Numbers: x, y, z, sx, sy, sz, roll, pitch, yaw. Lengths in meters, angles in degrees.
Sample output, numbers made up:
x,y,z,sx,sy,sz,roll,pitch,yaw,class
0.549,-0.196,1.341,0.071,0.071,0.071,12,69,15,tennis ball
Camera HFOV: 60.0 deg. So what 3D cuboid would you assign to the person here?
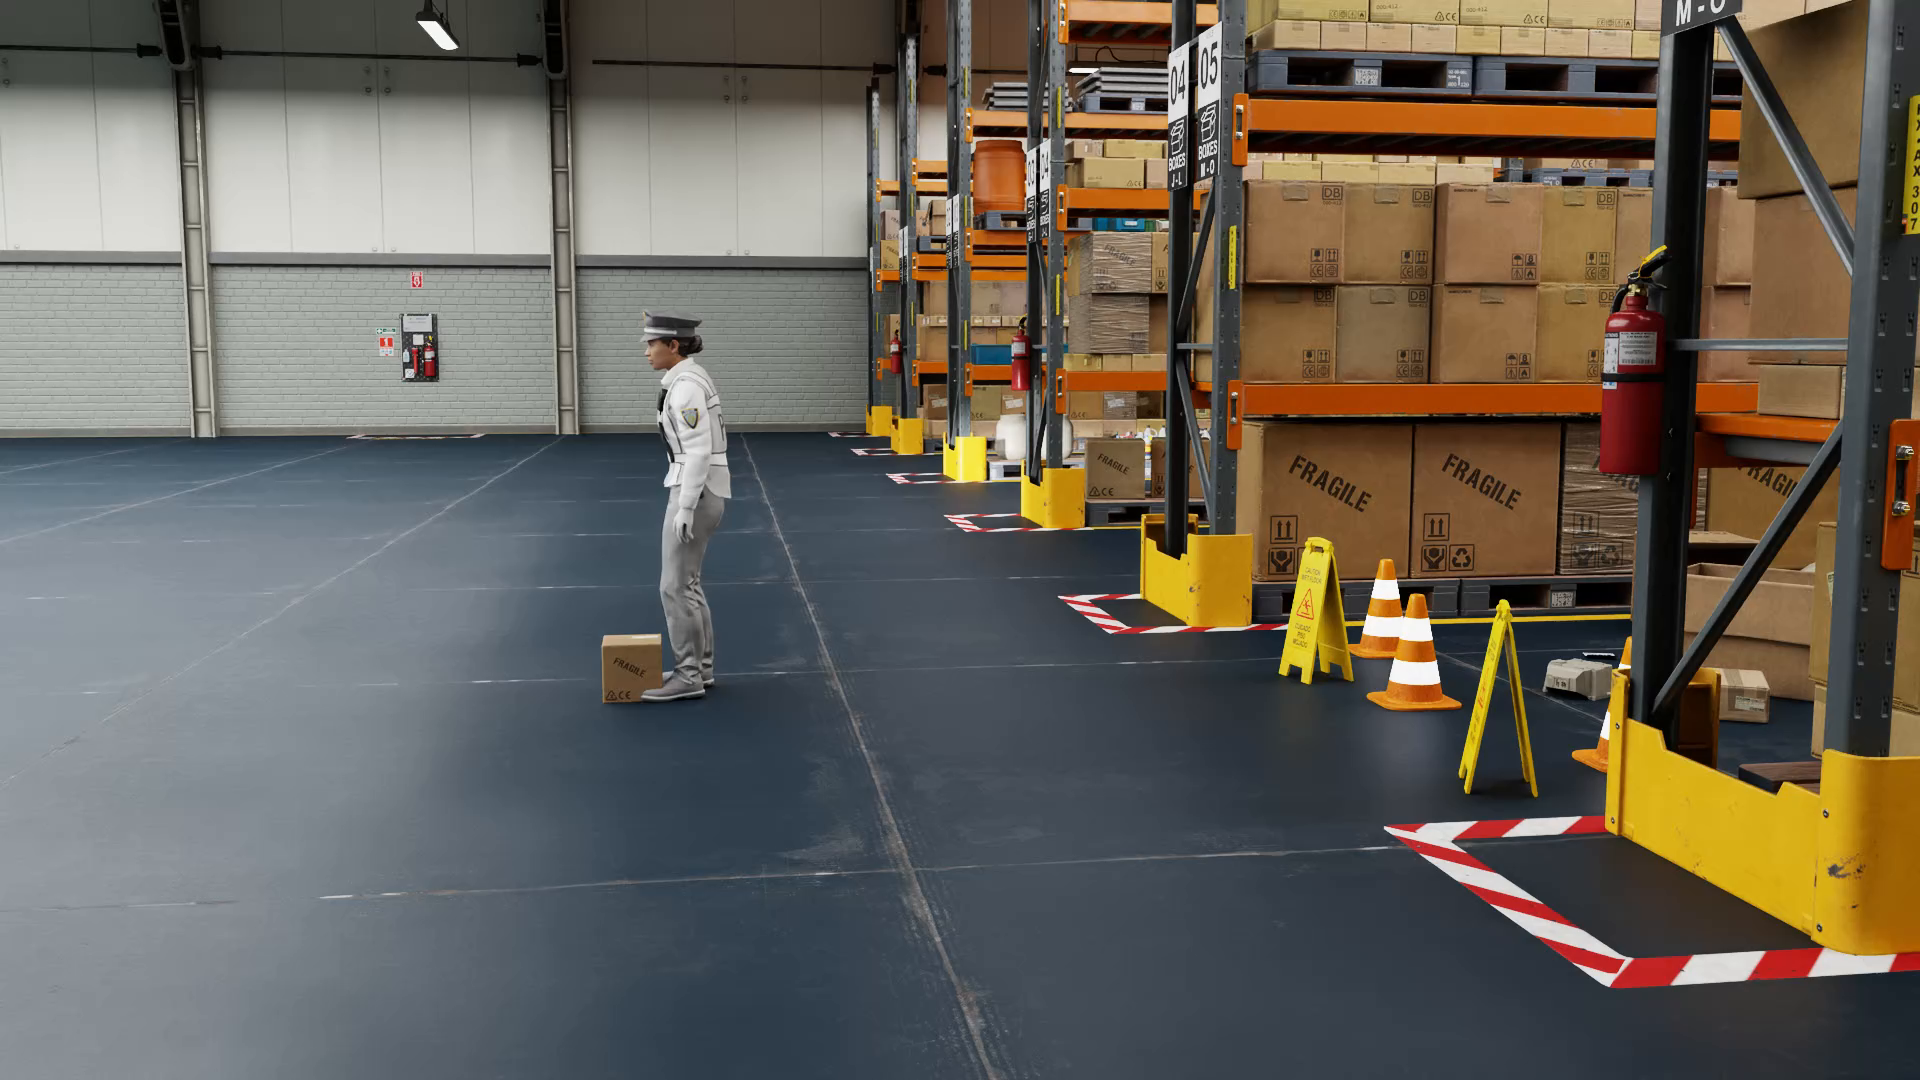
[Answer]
x,y,z,sx,sy,sz,roll,pitch,yaw,class
-1.194,-0.152,7.139,0.415,1.662,0.541,-1,7,-12,person
